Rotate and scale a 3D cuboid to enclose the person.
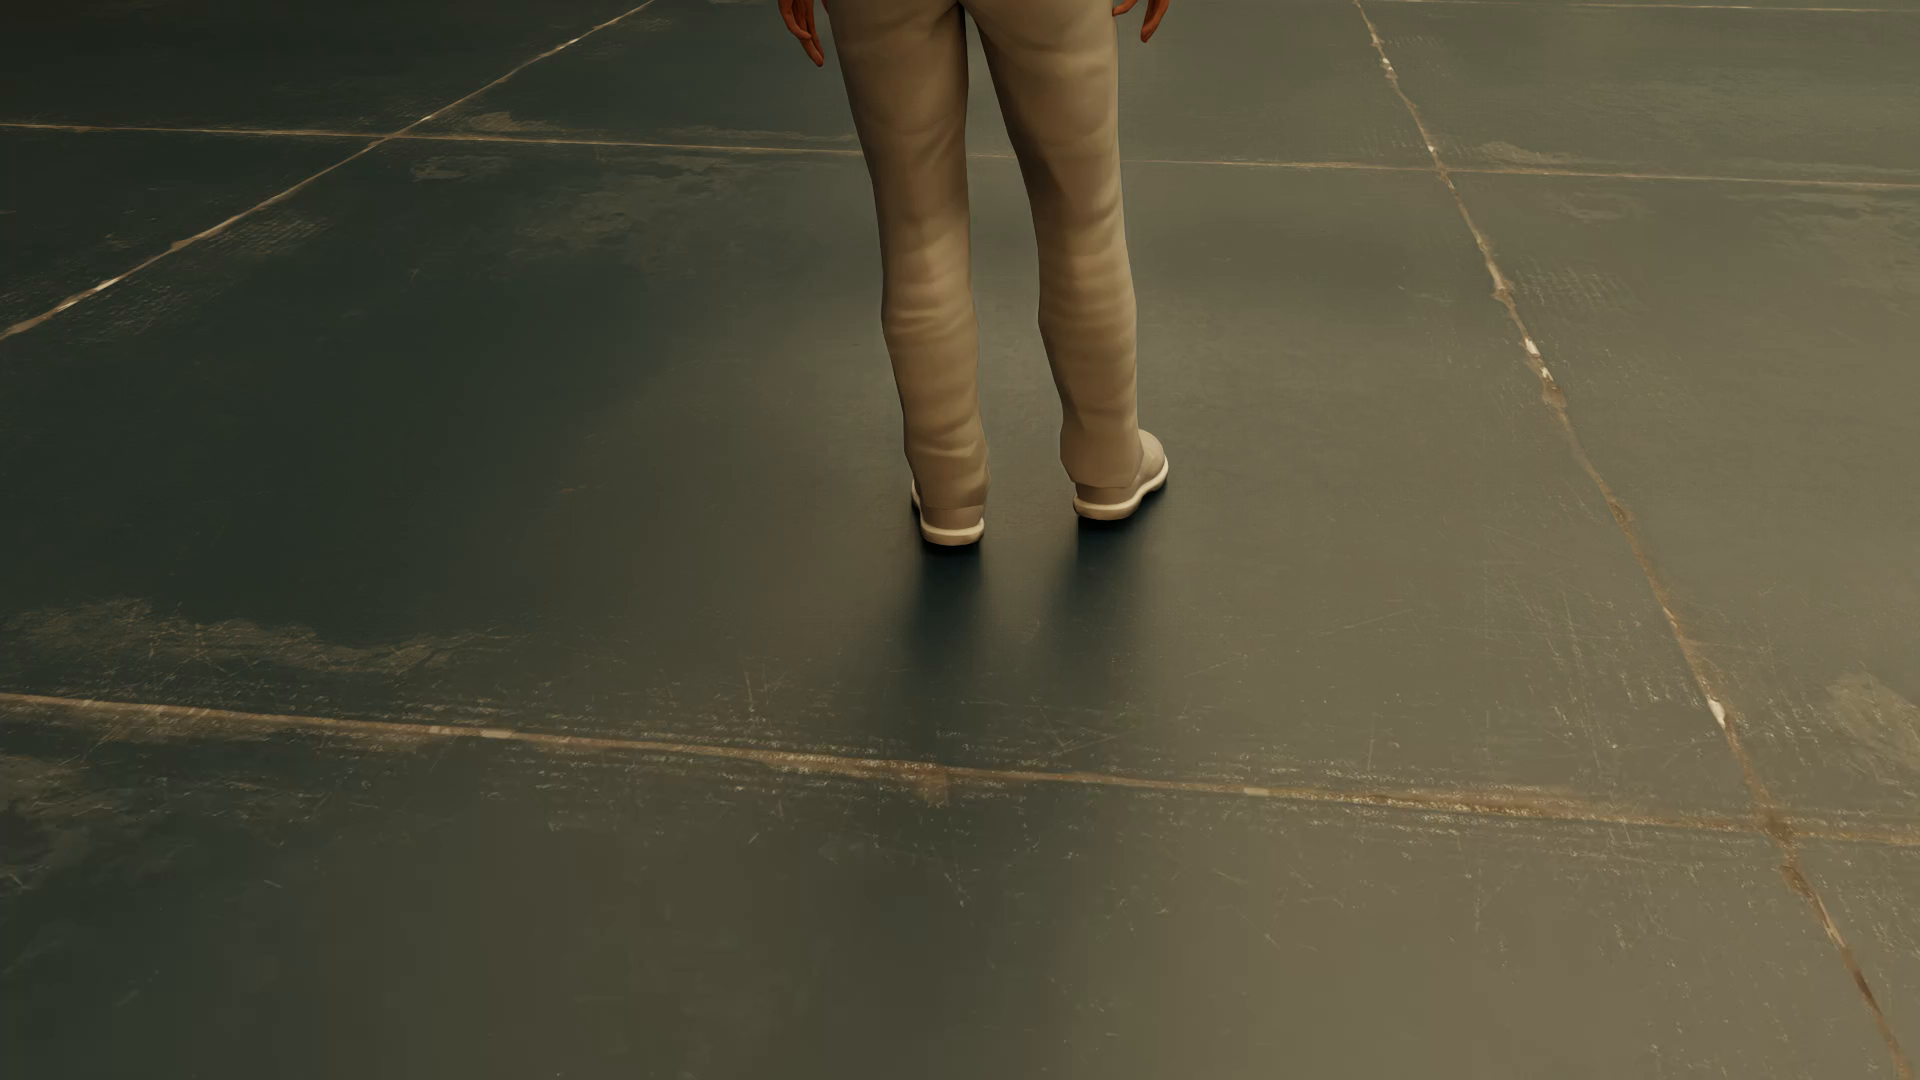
[{"bbox_3d":[0.030,-0.796,2.182,0.569,1.695,0.530,3,27,7],"label":"person"}]
